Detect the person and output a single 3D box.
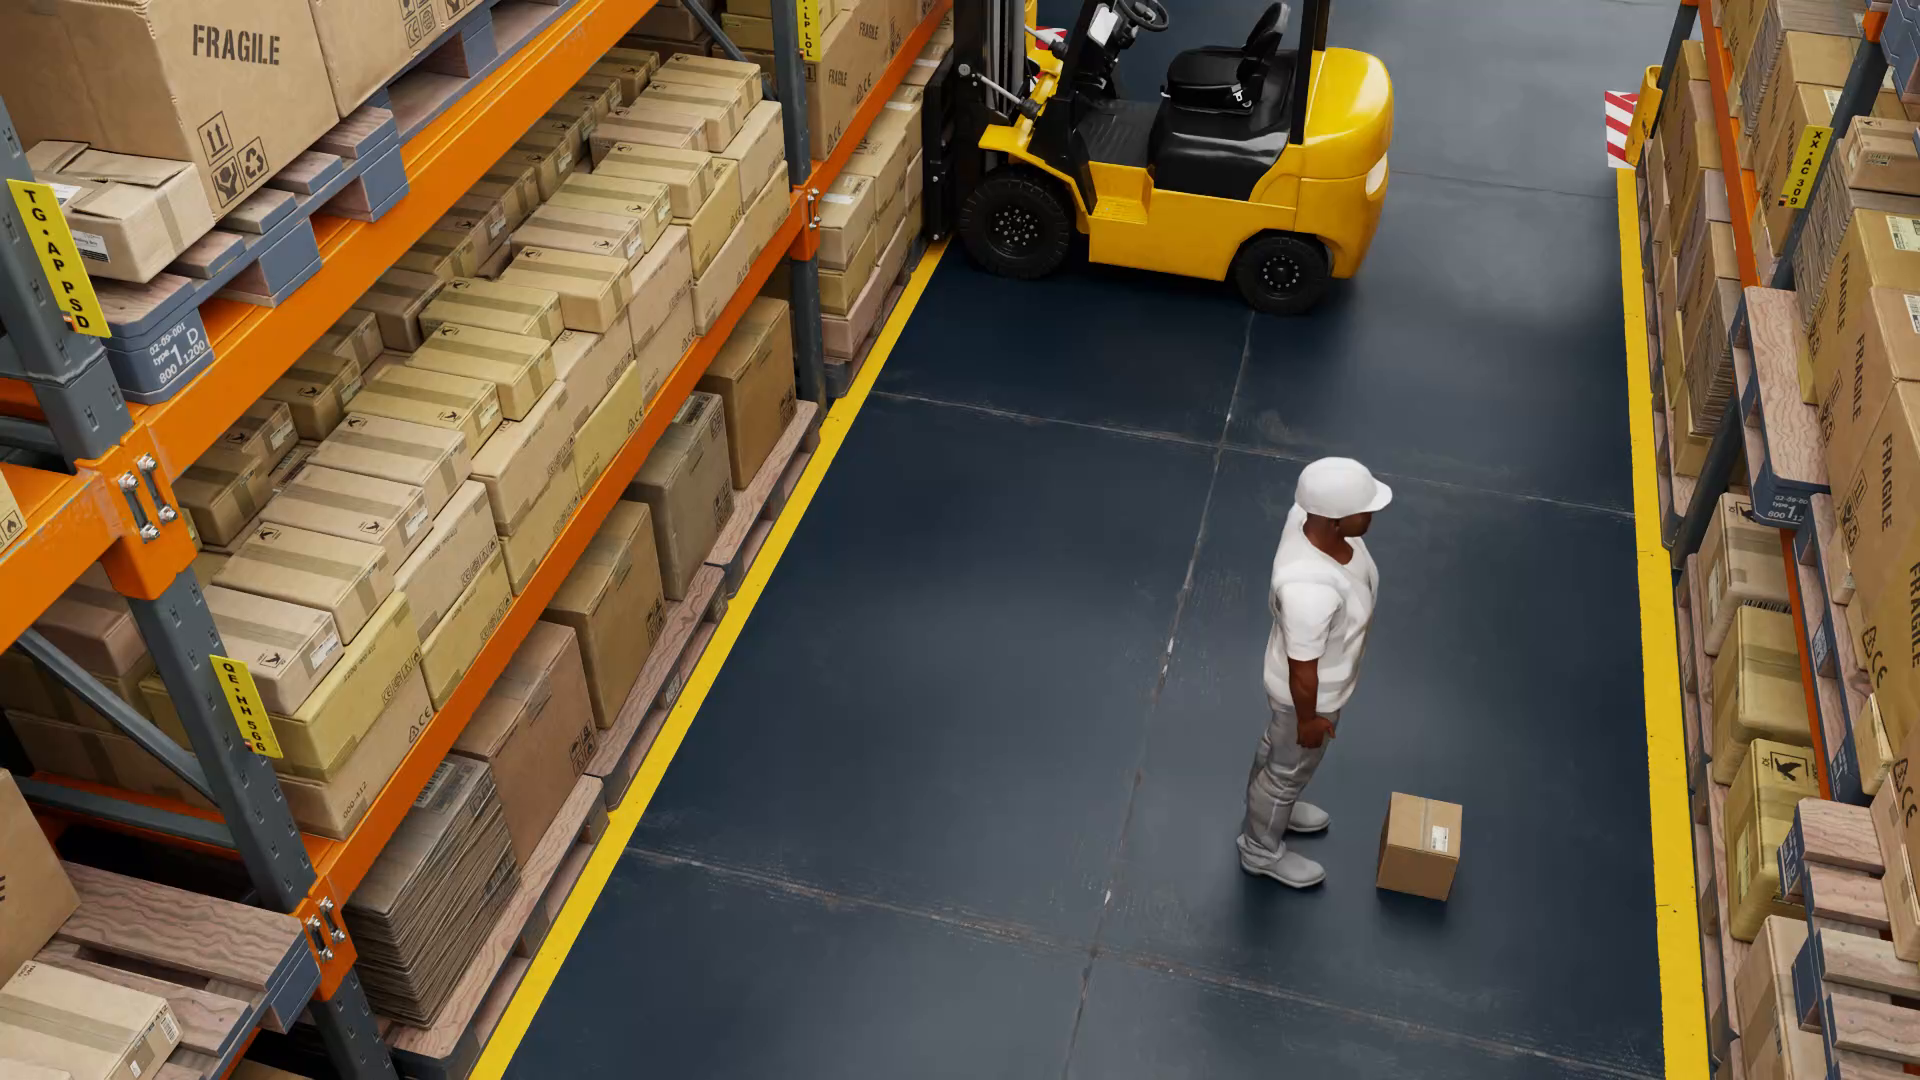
[{"bbox_3d":[1.190,0.441,5.618,0.368,1.766,0.562,11,42,12],"label":"person"}]
